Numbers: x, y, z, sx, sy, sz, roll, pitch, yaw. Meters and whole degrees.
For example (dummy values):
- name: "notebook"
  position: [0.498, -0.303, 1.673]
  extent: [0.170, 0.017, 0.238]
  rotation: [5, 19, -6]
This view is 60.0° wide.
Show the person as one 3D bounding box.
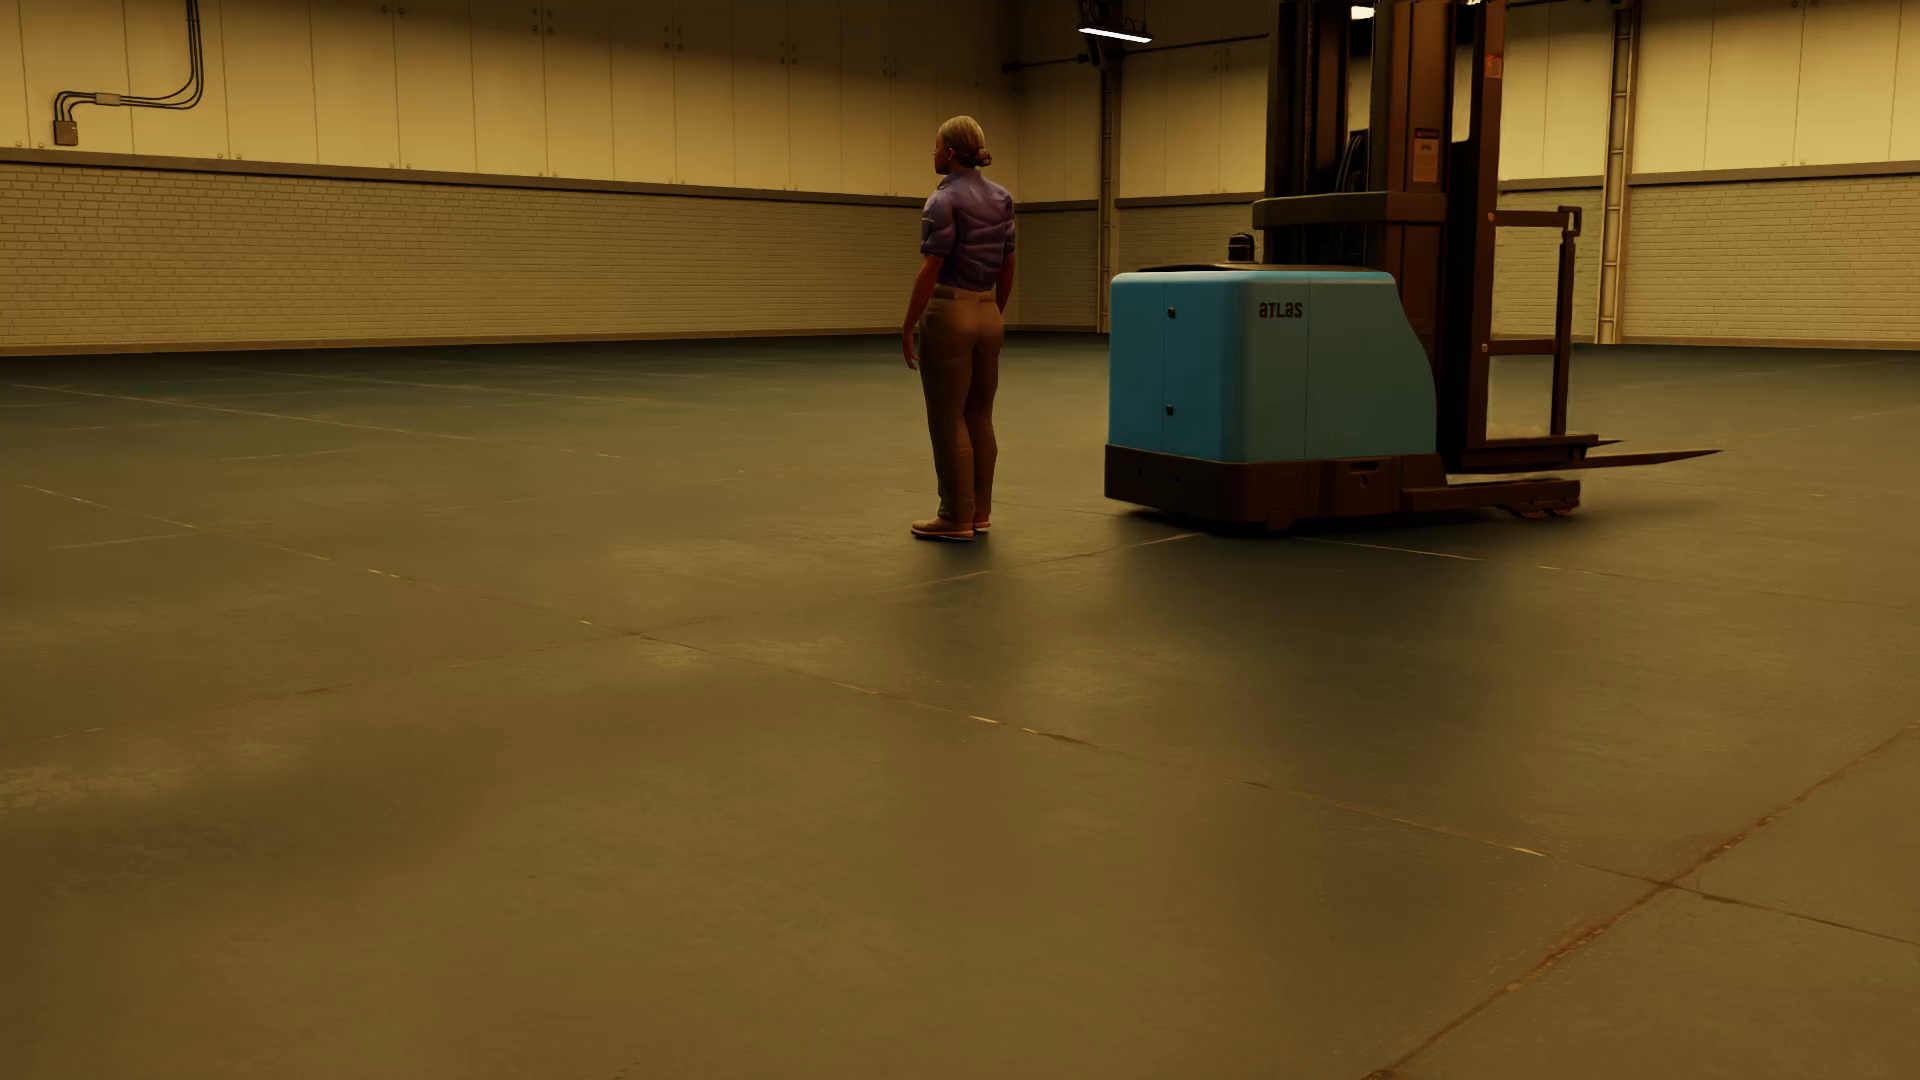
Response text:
- name: "person"
  position: [-0.049, -0.837, 6.668]
  extent: [0.503, 1.656, 0.569]
  rotation: [8, 12, 43]

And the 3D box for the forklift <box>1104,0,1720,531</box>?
- name: "forklift"
  position: [2.209, -1.611, 7.571]
  extent: [3.031, 2.935, 1.130]
  rotation: [-4, 10, -26]
